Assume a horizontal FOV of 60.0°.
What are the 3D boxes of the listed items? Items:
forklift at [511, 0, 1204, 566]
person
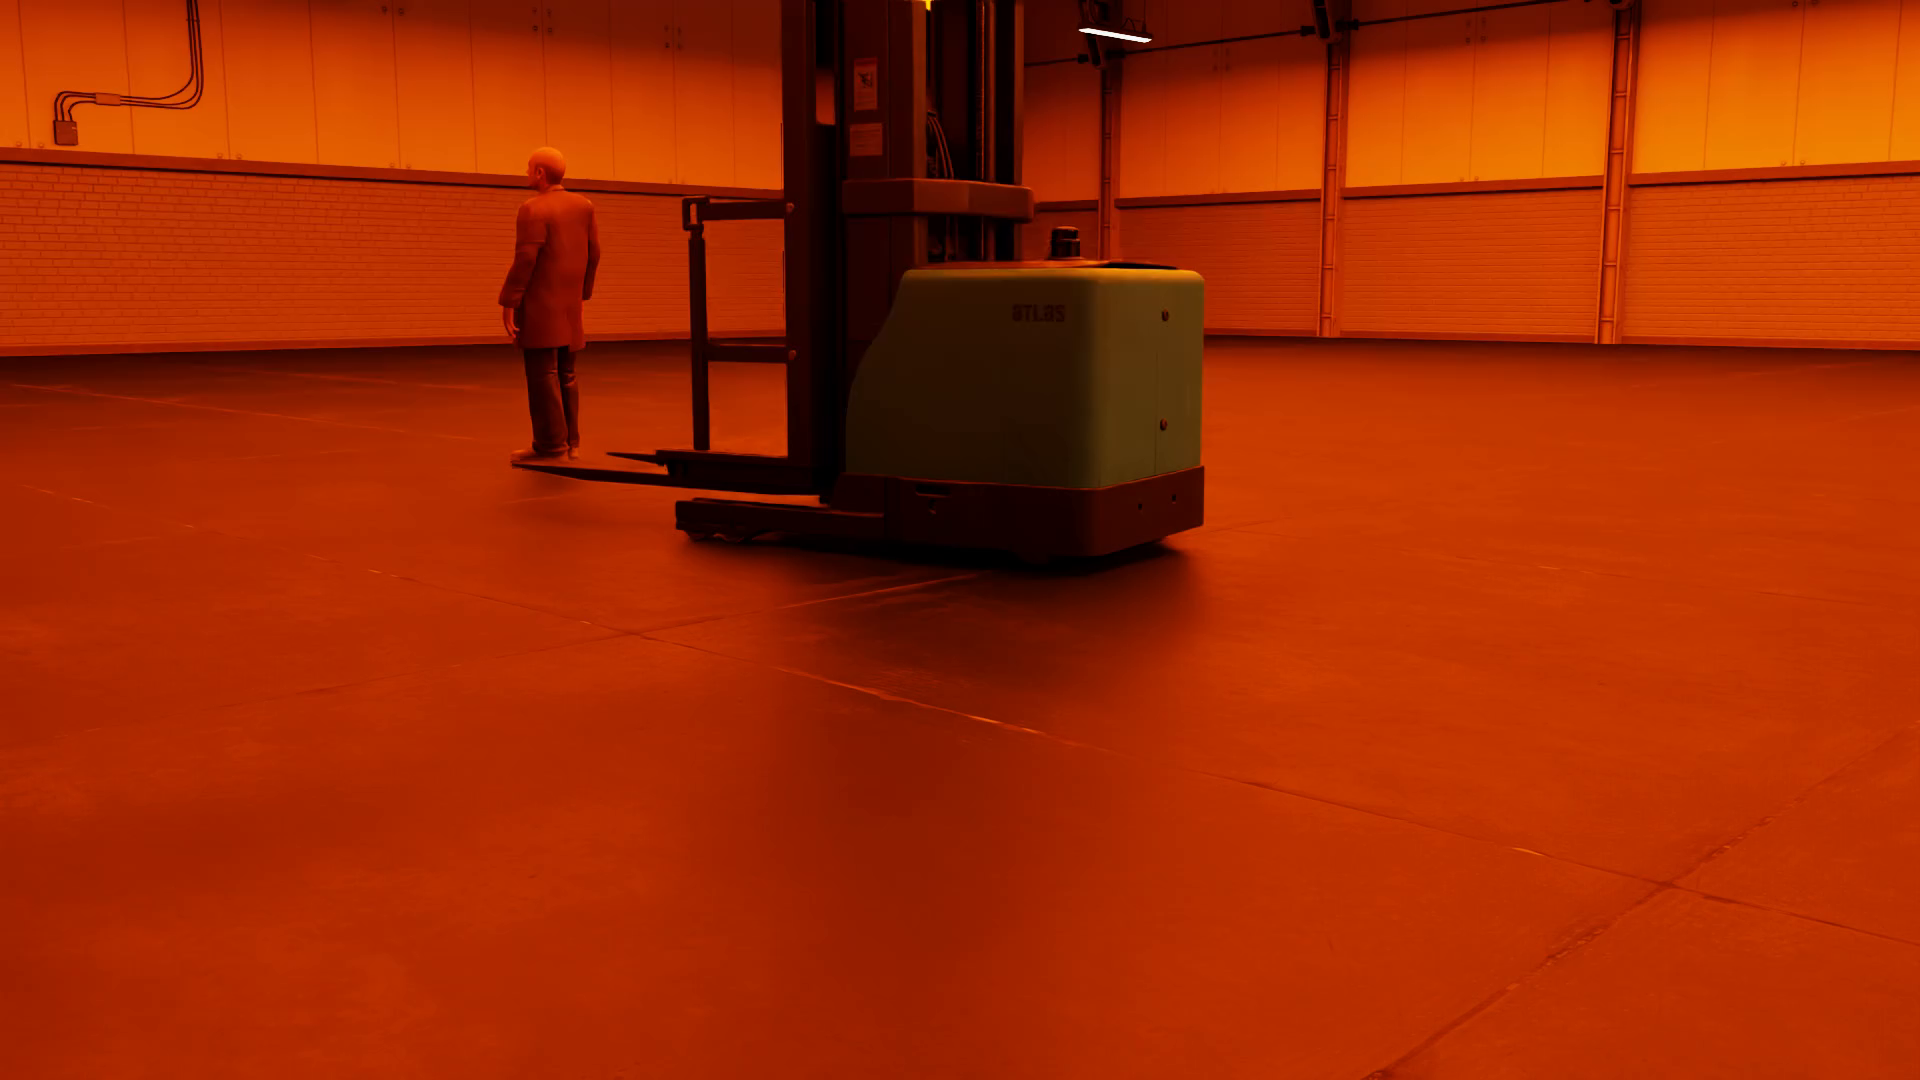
[{"bbox_3d":[-0.558,-1.497,6.814,3.031,2.935,1.130,5,10,31],"label":"forklift"},{"bbox_3d":[-2.417,-1.323,9.492,0.581,1.776,0.694,5,10,29],"label":"person"}]
